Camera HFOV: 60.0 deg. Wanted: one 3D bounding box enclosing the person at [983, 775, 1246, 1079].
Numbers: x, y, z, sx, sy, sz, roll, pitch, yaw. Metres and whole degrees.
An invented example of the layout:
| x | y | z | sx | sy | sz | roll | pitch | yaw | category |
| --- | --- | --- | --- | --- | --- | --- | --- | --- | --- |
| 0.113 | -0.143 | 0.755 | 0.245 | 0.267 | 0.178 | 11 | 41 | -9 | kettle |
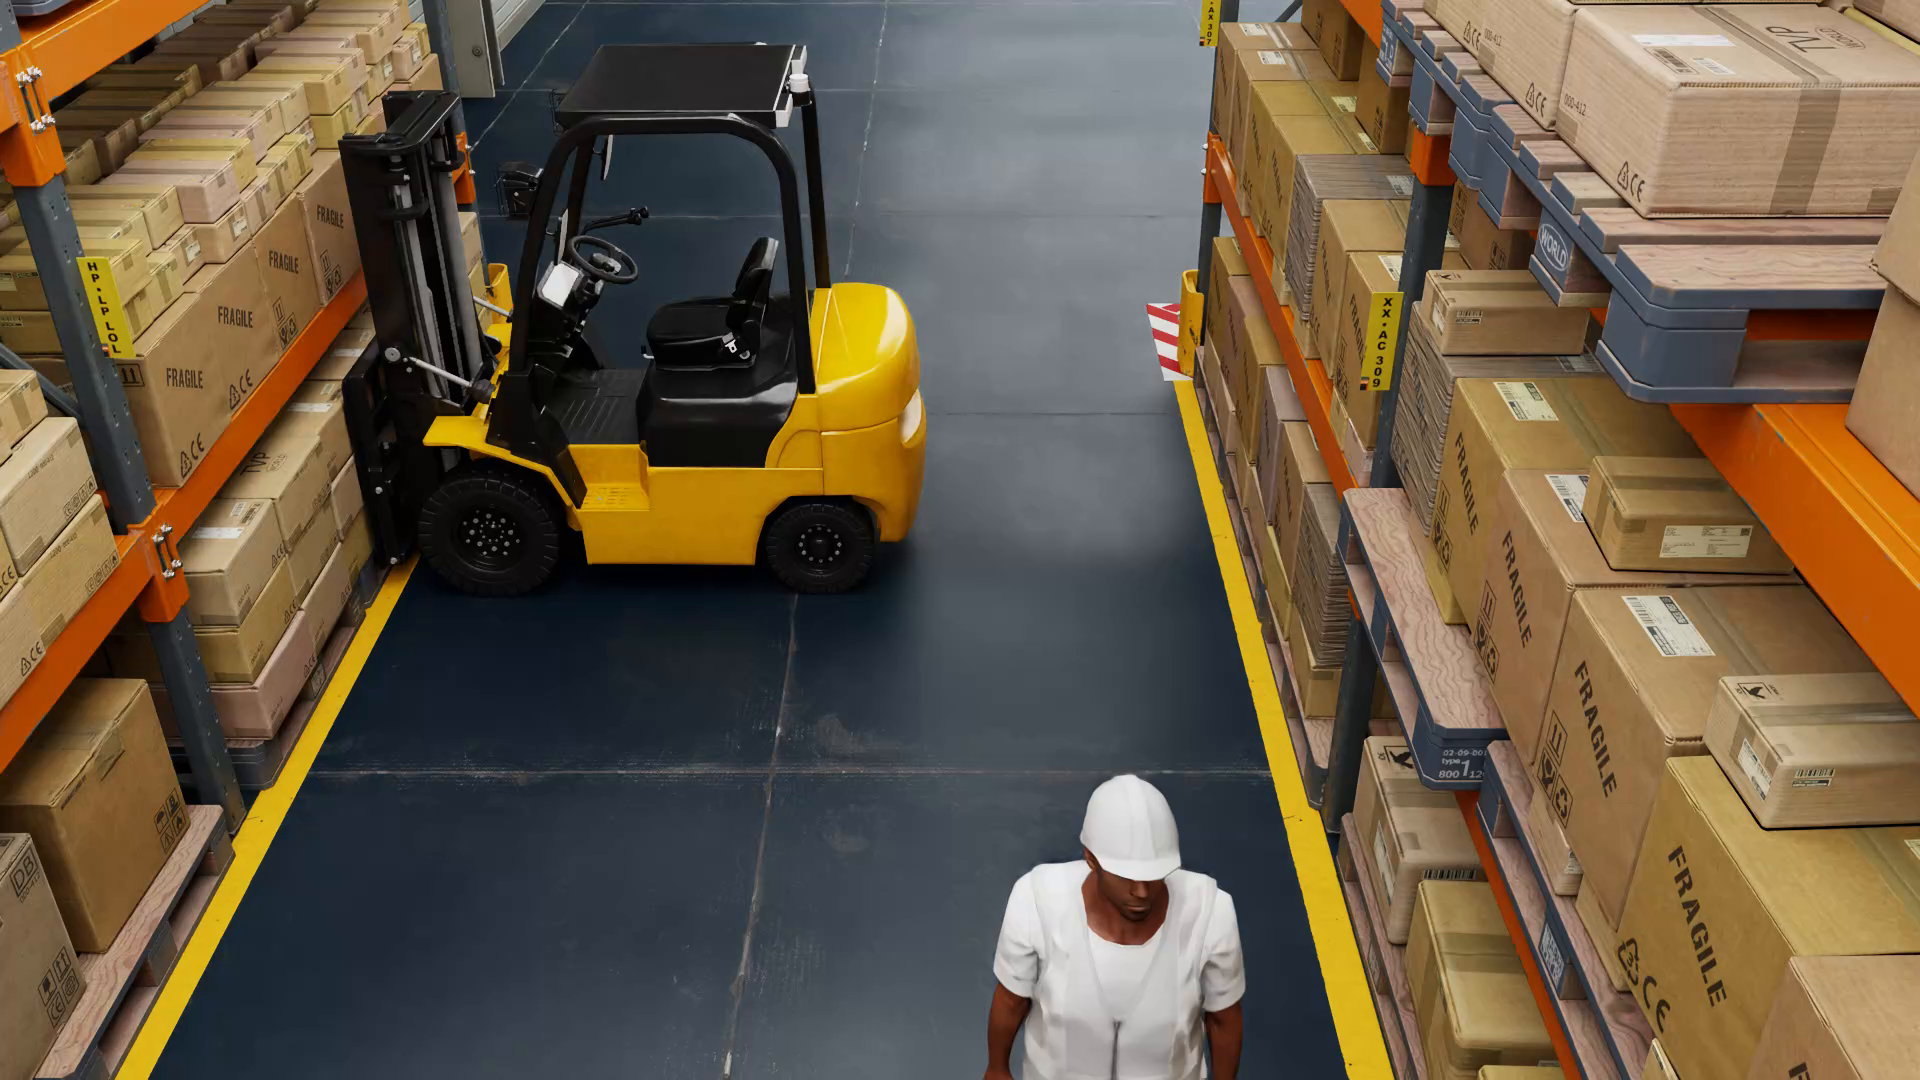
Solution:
| x | y | z | sx | sy | sz | roll | pitch | yaw | category |
| --- | --- | --- | --- | --- | --- | --- | --- | --- | --- |
| 0.350 | 1.304 | 3.910 | 0.610 | 1.760 | 0.482 | 1 | 31 | 2 | person |
